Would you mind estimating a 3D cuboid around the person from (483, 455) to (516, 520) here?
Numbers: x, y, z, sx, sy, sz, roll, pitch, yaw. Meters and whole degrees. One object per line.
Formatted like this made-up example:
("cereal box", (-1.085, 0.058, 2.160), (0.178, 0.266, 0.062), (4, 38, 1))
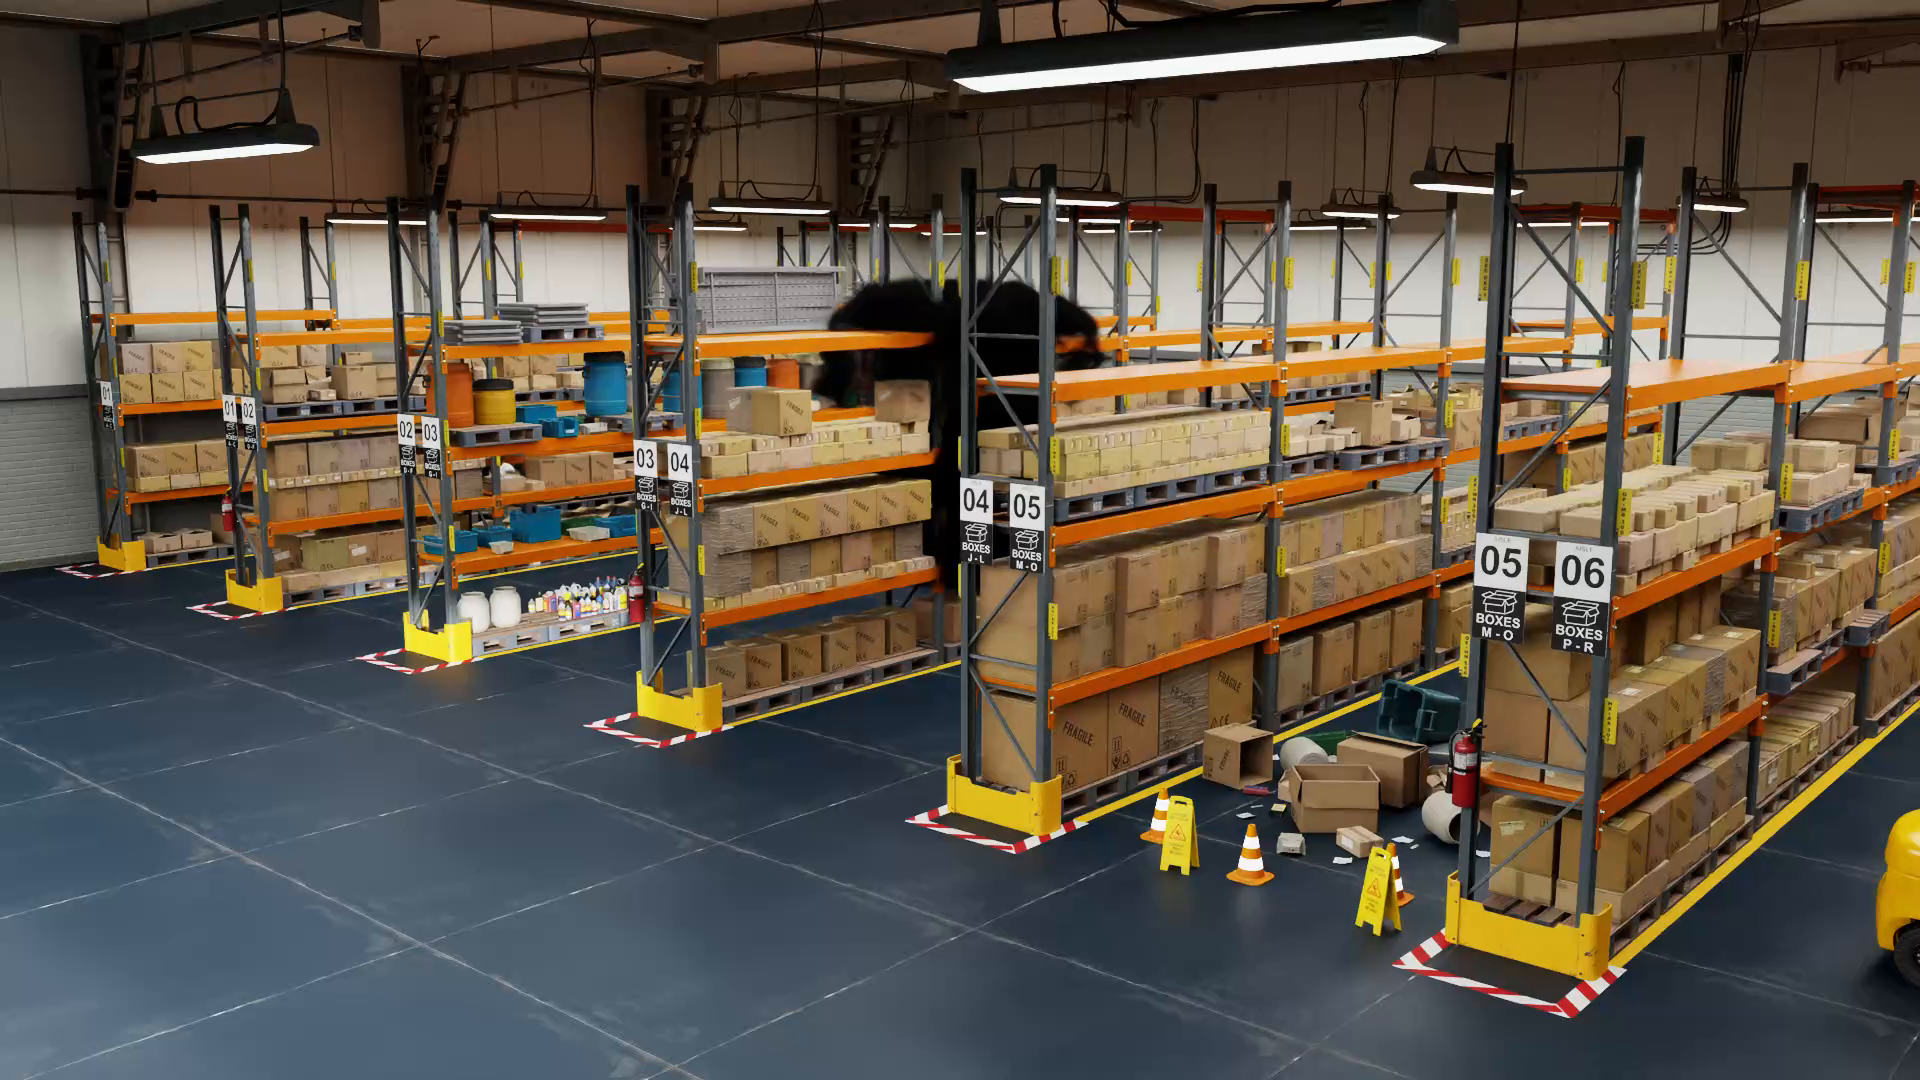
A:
("person", (-8.617, -0.862, 31.220), (0.714, 1.733, 0.791), (6, 11, 32))
